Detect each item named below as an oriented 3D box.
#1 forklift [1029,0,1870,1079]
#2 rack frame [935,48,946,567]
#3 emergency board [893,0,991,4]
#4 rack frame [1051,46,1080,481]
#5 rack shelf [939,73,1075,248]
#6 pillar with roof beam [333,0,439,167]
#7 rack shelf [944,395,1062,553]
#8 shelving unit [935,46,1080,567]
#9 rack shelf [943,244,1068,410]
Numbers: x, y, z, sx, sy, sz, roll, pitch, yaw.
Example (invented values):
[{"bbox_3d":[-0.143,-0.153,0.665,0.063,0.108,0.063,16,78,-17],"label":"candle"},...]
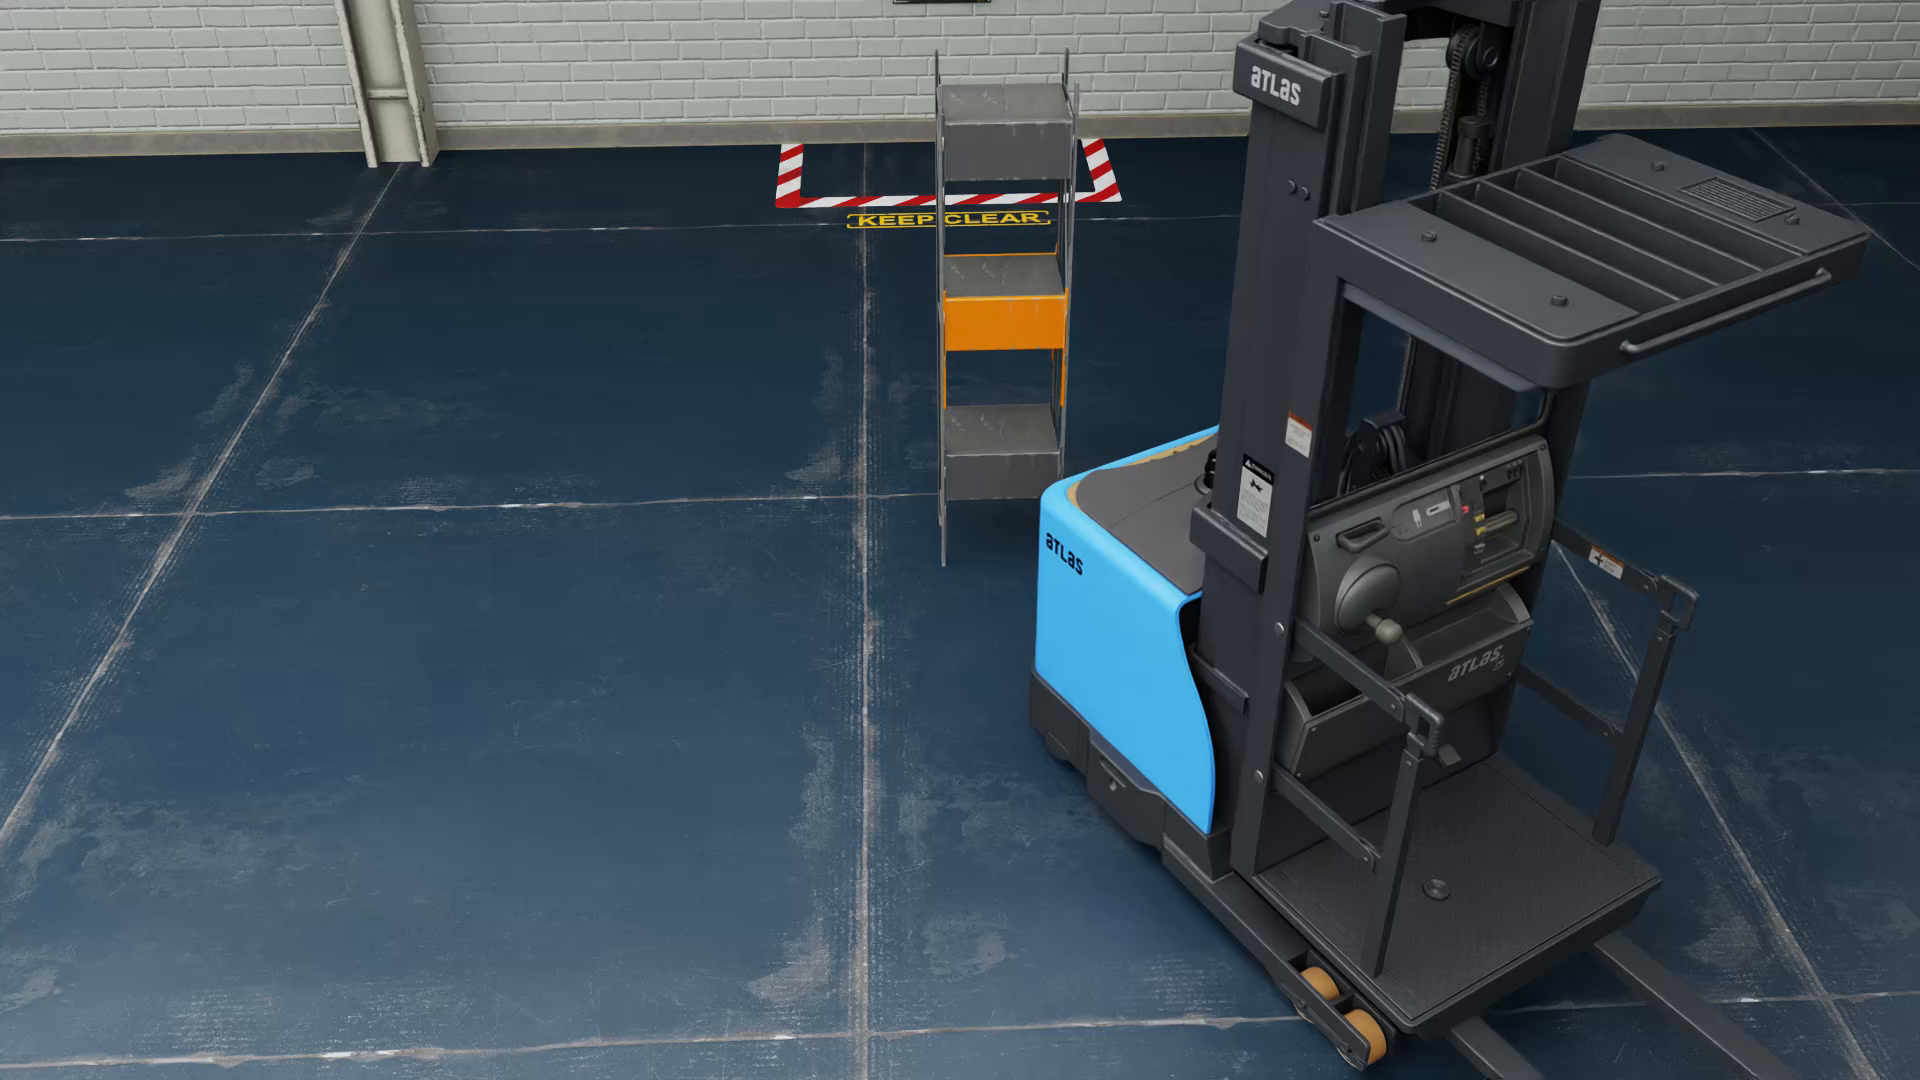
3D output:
[{"bbox_3d":[1.465,0.061,4.587,1.130,2.935,3.031,-20,39,-26],"label":"forklift"},{"bbox_3d":[-0.078,-0.861,6.649,0.015,2.100,0.400,-2,35,-2],"label":"rack frame"},{"bbox_3d":[-0.112,-3.857,10.187,0.626,1.169,0.157,-2,35,-2],"label":"emergency board"},{"bbox_3d":[0.409,-0.874,6.668,0.015,2.100,0.400,-2,35,-2],"label":"rack frame"},{"bbox_3d":[0.165,-1.432,6.268,0.480,0.518,0.431,-2,35,-2],"label":"rack shelf"},{"bbox_3d":[-3.422,-3.749,4.760,0.400,9.000,9.100,-2,35,-2],"label":"pillar with roof beam"},{"bbox_3d":[0.165,-0.281,7.065,0.480,0.518,0.431,-2,35,-2],"label":"rack shelf"},{"bbox_3d":[0.165,-0.868,6.659,0.503,2.100,0.431,-2,35,-2],"label":"shelving unit"},{"bbox_3d":[0.165,-0.857,6.667,0.480,0.518,0.431,-2,35,-2],"label":"rack shelf"}]
